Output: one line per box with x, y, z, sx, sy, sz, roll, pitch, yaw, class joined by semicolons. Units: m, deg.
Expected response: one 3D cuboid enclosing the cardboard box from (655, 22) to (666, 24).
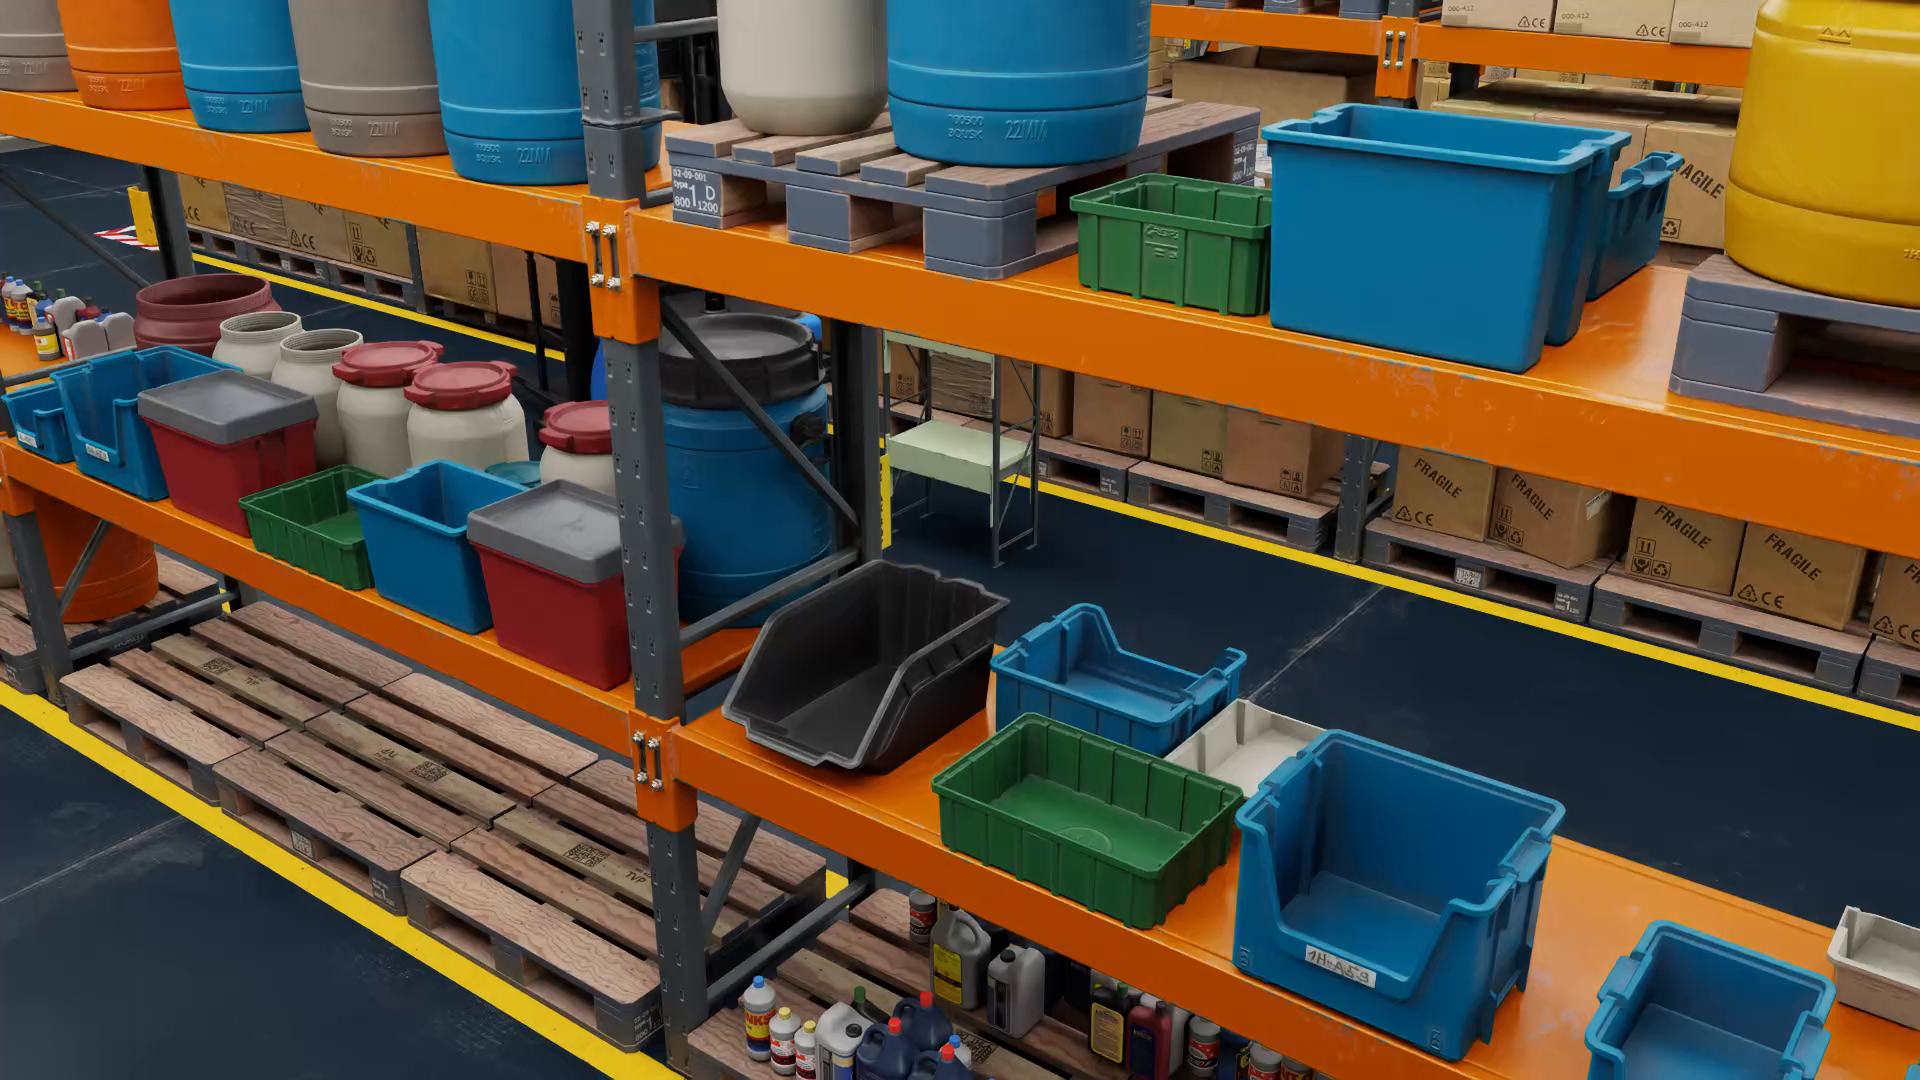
-3.155;-5.632;17.819;0.500;0.500;0.500;17;29;34;cardboard box

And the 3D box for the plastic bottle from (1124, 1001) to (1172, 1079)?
0.564;1.488;4.975;0.133;0.283;0.061;17;29;33;plastic bottle

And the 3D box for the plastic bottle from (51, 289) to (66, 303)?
-4.404;-1.098;8.166;0.133;0.283;0.061;17;29;33;plastic bottle

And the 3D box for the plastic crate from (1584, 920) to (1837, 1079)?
1.504;1.036;3.363;0.408;0.251;0.499;17;29;33;plastic crate

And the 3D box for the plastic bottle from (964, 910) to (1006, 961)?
0.087;1.258;5.415;0.185;0.351;0.144;16;28;32;plastic bottle

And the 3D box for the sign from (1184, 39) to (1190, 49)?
1.907;-4.273;13.890;0.005;0.325;0.100;17;29;33;sign

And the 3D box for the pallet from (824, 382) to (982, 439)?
-0.207;-0.916;11.066;1.213;0.211;1.003;17;29;33;pallet

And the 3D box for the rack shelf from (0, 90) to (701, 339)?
-2.201;-1.343;5.750;4.000;0.370;1.077;17;29;33;rack shelf

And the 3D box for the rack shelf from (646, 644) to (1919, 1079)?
1.000;0.997;4.159;4.000;0.370;1.077;17;29;33;rack shelf

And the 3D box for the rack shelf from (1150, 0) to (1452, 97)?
0.769;-2.941;9.376;4.000;0.370;1.077;17;29;33;rack shelf

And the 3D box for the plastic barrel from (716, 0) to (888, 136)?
-0.374;-1.264;4.020;0.421;0.512;0.421;0;24;0;plastic barrel

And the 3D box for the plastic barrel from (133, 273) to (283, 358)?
-3.248;-0.831;7.247;0.708;0.536;0.600;17;29;33;plastic barrel

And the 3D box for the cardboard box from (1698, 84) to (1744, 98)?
5.700;-3.452;11.839;0.550;0.550;0.875;17;29;33;cardboard box

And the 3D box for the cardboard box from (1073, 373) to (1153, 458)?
1.073;-0.883;10.089;0.500;0.500;0.700;14;27;29;cardboard box

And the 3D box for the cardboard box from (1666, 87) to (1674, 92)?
5.166;-3.249;12.781;0.500;0.500;0.500;17;29;34;cardboard box

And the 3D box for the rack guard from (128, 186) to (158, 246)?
-7.252;-3.178;15.842;0.348;0.500;1.175;17;29;33;rack guard

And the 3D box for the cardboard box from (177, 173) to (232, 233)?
-6.672;-3.407;15.376;0.875;0.875;0.875;17;29;33;cardboard box

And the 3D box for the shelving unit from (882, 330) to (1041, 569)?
0.005;-0.685;8.944;0.755;1.500;0.431;17;29;33;shelving unit

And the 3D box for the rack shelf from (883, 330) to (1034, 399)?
0.005;-1.042;8.787;0.720;0.370;0.431;17;29;33;rack shelf

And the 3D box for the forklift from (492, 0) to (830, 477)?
-2.070;-1.993;10.138;1.130;2.935;3.031;-17;29;-34;forklift

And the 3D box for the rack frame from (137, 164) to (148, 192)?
-7.233;-4.316;15.325;0.127;3.000;1.000;17;29;33;rack frame

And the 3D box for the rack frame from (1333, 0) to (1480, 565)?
2.370;-1.414;8.739;0.127;3.000;1.000;17;29;33;rack frame

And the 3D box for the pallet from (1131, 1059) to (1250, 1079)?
0.892;1.931;4.606;1.213;0.211;1.003;17;29;33;pallet

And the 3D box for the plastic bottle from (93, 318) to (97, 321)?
-4.108;-0.962;7.958;0.097;0.201;0.097;0;24;0;plastic bottle

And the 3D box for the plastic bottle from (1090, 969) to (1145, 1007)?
0.499;1.382;5.132;0.185;0.351;0.144;17;29;33;plastic bottle

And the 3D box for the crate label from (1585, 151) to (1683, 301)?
1.300;-0.712;3.611;0.408;0.251;0.502;17;29;33;crate label

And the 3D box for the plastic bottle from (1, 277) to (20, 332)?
-4.770;-1.193;8.398;0.097;0.271;0.097;0;24;0;plastic bottle

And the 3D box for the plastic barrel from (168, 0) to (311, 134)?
-2.185;-1.787;5.244;0.708;0.901;0.600;17;29;33;plastic barrel

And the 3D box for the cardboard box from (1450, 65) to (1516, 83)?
4.208;-3.857;12.920;0.500;0.500;0.700;17;29;34;cardboard box

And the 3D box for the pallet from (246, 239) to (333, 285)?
-5.574;-2.576;14.835;1.213;0.211;1.003;17;29;33;pallet

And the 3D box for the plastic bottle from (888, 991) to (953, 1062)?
-0.117;1.478;4.916;0.185;0.351;0.144;17;29;33;plastic bottle

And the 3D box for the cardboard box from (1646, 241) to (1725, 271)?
3.532;-1.246;7.865;0.500;0.500;0.875;17;29;33;cardboard box

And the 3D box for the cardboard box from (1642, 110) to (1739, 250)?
3.378;-1.621;7.476;0.500;0.500;0.500;17;29;33;cardboard box

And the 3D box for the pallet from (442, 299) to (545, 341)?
-3.369;-1.910;13.323;1.213;0.211;1.003;17;29;33;pallet

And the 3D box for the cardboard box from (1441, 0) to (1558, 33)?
2.576;-2.526;7.730;0.500;0.250;0.500;16;28;31;cardboard box

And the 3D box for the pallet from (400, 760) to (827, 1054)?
-1.252;1.283;6.077;1.213;0.211;1.003;17;29;33;pallet

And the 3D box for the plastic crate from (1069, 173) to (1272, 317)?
0.499;-0.622;3.484;0.450;0.188;0.336;17;29;33;plastic crate

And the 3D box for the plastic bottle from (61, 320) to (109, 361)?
-4.045;-0.886;7.695;0.135;0.276;0.152;17;29;33;plastic bottle

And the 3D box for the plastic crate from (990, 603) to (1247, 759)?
0.448;0.432;4.733;0.616;0.251;0.499;17;29;33;plastic crate

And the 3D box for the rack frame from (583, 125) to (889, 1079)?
-0.601;0.184;5.112;0.127;3.000;1.000;17;29;33;rack frame

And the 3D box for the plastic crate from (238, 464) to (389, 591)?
-2.164;-0.049;5.904;0.662;0.188;0.450;17;29;33;plastic crate

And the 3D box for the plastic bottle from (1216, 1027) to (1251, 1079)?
0.820;1.504;4.955;0.097;0.271;0.097;0;24;0;plastic bottle

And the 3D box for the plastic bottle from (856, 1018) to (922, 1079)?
-0.204;1.524;4.810;0.185;0.351;0.144;18;29;35;plastic bottle

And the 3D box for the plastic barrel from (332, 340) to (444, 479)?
-2.168;-0.462;6.410;0.433;0.535;0.433;0;24;0;plastic barrel

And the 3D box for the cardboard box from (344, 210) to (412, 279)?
-4.512;-2.754;13.894;0.875;0.875;0.875;17;29;33;cardboard box

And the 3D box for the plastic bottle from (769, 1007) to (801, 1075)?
-0.527;1.506;5.036;0.097;0.201;0.097;0;24;0;plastic bottle

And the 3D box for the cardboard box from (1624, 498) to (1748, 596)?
3.673;-0.092;8.317;0.500;0.500;0.500;14;27;29;cardboard box

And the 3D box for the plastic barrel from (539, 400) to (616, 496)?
-1.235;-0.180;5.770;0.433;0.535;0.433;0;24;0;plastic barrel

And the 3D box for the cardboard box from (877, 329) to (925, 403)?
-0.283;-1.283;10.996;0.500;0.500;0.700;15;28;31;cardboard box

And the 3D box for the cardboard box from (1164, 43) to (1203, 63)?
1.958;-4.352;14.829;0.250;0.149;0.380;18;30;36;cardboard box

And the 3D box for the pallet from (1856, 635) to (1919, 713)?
4.881;0.603;7.619;1.213;0.211;1.003;17;29;33;pallet

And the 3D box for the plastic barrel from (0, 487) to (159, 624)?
-4.203;-0.095;7.916;0.708;0.830;0.600;17;29;33;plastic barrel

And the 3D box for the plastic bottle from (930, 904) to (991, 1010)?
0.001;1.304;5.309;0.185;0.351;0.144;17;29;33;plastic bottle

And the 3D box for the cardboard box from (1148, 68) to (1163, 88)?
1.554;-4.005;14.411;0.250;0.149;0.380;17;29;34;cardboard box

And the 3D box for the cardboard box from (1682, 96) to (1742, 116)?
3.695;-1.792;7.863;0.500;0.500;0.500;17;29;33;cardboard box

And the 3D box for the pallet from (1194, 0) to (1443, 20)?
1.940;-2.884;8.588;1.003;0.211;1.213;17;29;33;pallet

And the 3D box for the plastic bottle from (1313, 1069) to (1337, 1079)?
1.062;1.577;4.789;0.097;0.271;0.097;0;24;0;plastic bottle

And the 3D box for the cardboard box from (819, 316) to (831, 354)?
-1.371;-1.775;11.672;0.875;0.875;1.225;15;28;31;cardboard box

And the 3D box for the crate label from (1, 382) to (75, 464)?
-3.689;-0.484;6.835;0.416;0.233;0.303;17;29;33;crate label

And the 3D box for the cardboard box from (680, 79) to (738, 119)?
-1.406;-3.068;11.125;0.637;0.503;0.797;18;29;35;cardboard box
